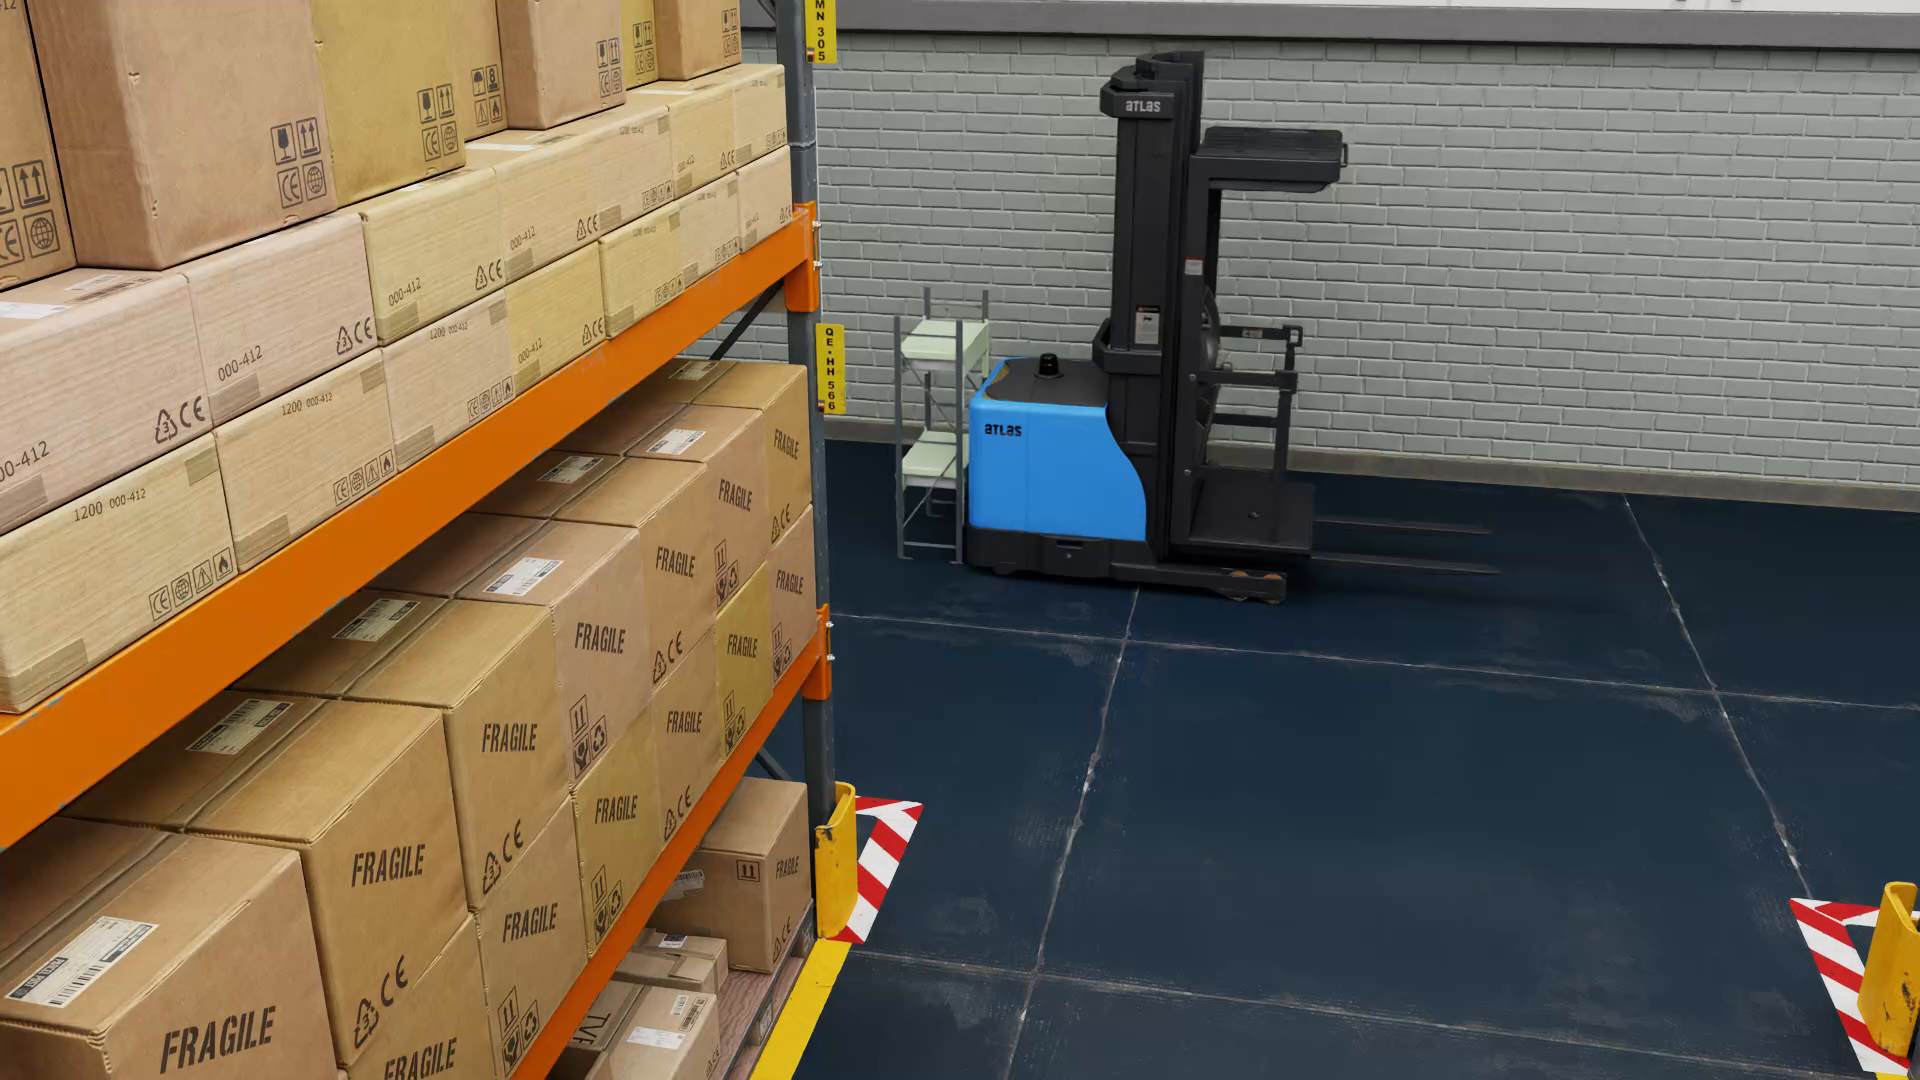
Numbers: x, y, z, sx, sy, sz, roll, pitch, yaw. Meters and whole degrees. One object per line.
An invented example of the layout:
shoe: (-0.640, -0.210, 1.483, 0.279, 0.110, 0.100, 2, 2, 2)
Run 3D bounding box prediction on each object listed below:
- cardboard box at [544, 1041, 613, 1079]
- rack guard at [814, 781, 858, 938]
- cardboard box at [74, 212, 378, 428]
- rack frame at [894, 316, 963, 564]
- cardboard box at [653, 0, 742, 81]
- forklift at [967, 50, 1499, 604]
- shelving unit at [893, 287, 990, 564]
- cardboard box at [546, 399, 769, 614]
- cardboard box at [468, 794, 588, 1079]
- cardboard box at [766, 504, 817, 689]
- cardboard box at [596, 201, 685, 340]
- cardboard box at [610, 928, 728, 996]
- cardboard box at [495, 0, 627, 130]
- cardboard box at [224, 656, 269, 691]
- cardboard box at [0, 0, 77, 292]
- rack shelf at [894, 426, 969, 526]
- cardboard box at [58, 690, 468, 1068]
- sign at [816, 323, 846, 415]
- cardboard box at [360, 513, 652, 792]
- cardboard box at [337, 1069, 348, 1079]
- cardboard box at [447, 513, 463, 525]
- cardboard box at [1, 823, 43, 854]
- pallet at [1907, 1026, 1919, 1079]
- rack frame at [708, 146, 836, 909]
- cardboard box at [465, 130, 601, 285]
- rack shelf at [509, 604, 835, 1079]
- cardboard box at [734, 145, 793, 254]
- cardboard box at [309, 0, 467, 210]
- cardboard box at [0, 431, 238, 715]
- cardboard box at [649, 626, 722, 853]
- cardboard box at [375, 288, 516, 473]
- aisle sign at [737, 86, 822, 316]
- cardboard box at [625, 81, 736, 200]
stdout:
cardboard box: (-1.432, 1.762, 4.716, 0.797, 0.503, 0.637, 4, 22, 11)
rack guard: (-1.009, 1.220, 6.655, 1.175, 0.500, 0.348, 4, 22, 11)
cardboard box: (-1.367, -0.400, 2.848, 0.500, 0.250, 0.500, 4, 22, 11)
rack frame: (-0.182, -0.570, 9.760, 0.400, 1.500, 0.023, 5, 22, 12)
cardboard box: (-1.083, -1.680, 5.021, 0.700, 0.500, 0.500, 4, 22, 11)
forklift: (1.611, -1.215, 9.446, 3.031, 2.935, 1.130, 5, 22, 12)
shelving unit: (-0.103, -0.703, 10.092, 0.431, 1.500, 0.755, 5, 22, 12)
cardboard box: (-0.918, -0.109, 5.136, 0.500, 0.500, 0.500, 5, 22, 12)
cardboard box: (-1.234, 0.913, 3.936, 0.500, 0.500, 0.500, 4, 22, 11)
cardboard box: (-0.819, 0.171, 5.780, 0.500, 0.500, 0.500, 5, 23, 13)
cardboard box: (-1.042, -0.715, 4.299, 0.500, 0.250, 0.500, 4, 22, 11)
cardboard box: (-1.034, 1.502, 5.813, 0.380, 0.166, 0.250, 4, 22, 11)
cardboard box: (-1.265, -1.312, 4.109, 0.700, 0.500, 0.500, 4, 22, 11)
cardboard box: (-1.755, 0.409, 3.850, 0.500, 0.500, 0.500, 5, 22, 11)
cardboard box: (-1.748, -0.587, 2.307, 0.700, 0.500, 0.500, 4, 22, 11)
rack shelf: (-0.103, -0.401, 10.213, 0.431, 0.370, 0.720, 5, 22, 12)
cardboard box: (-1.334, 0.646, 3.262, 0.500, 0.500, 0.500, 4, 22, 9)
sign: (-0.455, -0.601, 5.858, 0.100, 0.325, 0.005, 4, 22, 11)
cardboard box: (-1.124, 0.269, 4.198, 0.500, 0.500, 0.500, 5, 23, 13)
cardboard box: (-1.439, 1.284, 3.017, 0.500, 0.500, 0.500, 5, 22, 12)
cardboard box: (-1.549, 0.039, 4.769, 0.500, 0.500, 0.500, 5, 22, 12)
cardboard box: (-1.960, 0.781, 2.927, 0.500, 0.500, 0.500, 5, 22, 11)
pallet: (3.648, 2.004, 5.095, 1.003, 0.211, 1.213, 4, 22, 11)
rack frame: (-0.994, 0.033, 6.257, 1.000, 3.000, 0.127, 4, 22, 11)
cardboard box: (-1.152, -0.765, 3.753, 0.500, 0.250, 0.500, 4, 22, 11)
rack shelf: (-1.402, 1.098, 4.575, 1.077, 0.370, 4.000, 4, 22, 11)
cardboard box: (-0.840, -1.081, 5.208, 0.500, 0.250, 0.500, 4, 22, 11)
cardboard box: (-1.411, -0.942, 3.190, 0.700, 0.500, 0.500, 4, 22, 11)
cardboard box: (-1.468, 0.015, 2.487, 0.500, 0.250, 0.500, 4, 22, 11)
cardboard box: (-1.028, 0.543, 4.856, 0.500, 0.500, 0.500, 5, 22, 11)
cardboard box: (-1.259, -0.350, 3.394, 0.500, 0.250, 0.500, 4, 22, 11)
aisle sign: (-0.680, -1.175, 5.775, 0.394, 0.787, 0.004, 4, 22, 11)
cardboard box: (-0.951, -1.131, 4.662, 0.500, 0.250, 0.500, 4, 22, 11)
